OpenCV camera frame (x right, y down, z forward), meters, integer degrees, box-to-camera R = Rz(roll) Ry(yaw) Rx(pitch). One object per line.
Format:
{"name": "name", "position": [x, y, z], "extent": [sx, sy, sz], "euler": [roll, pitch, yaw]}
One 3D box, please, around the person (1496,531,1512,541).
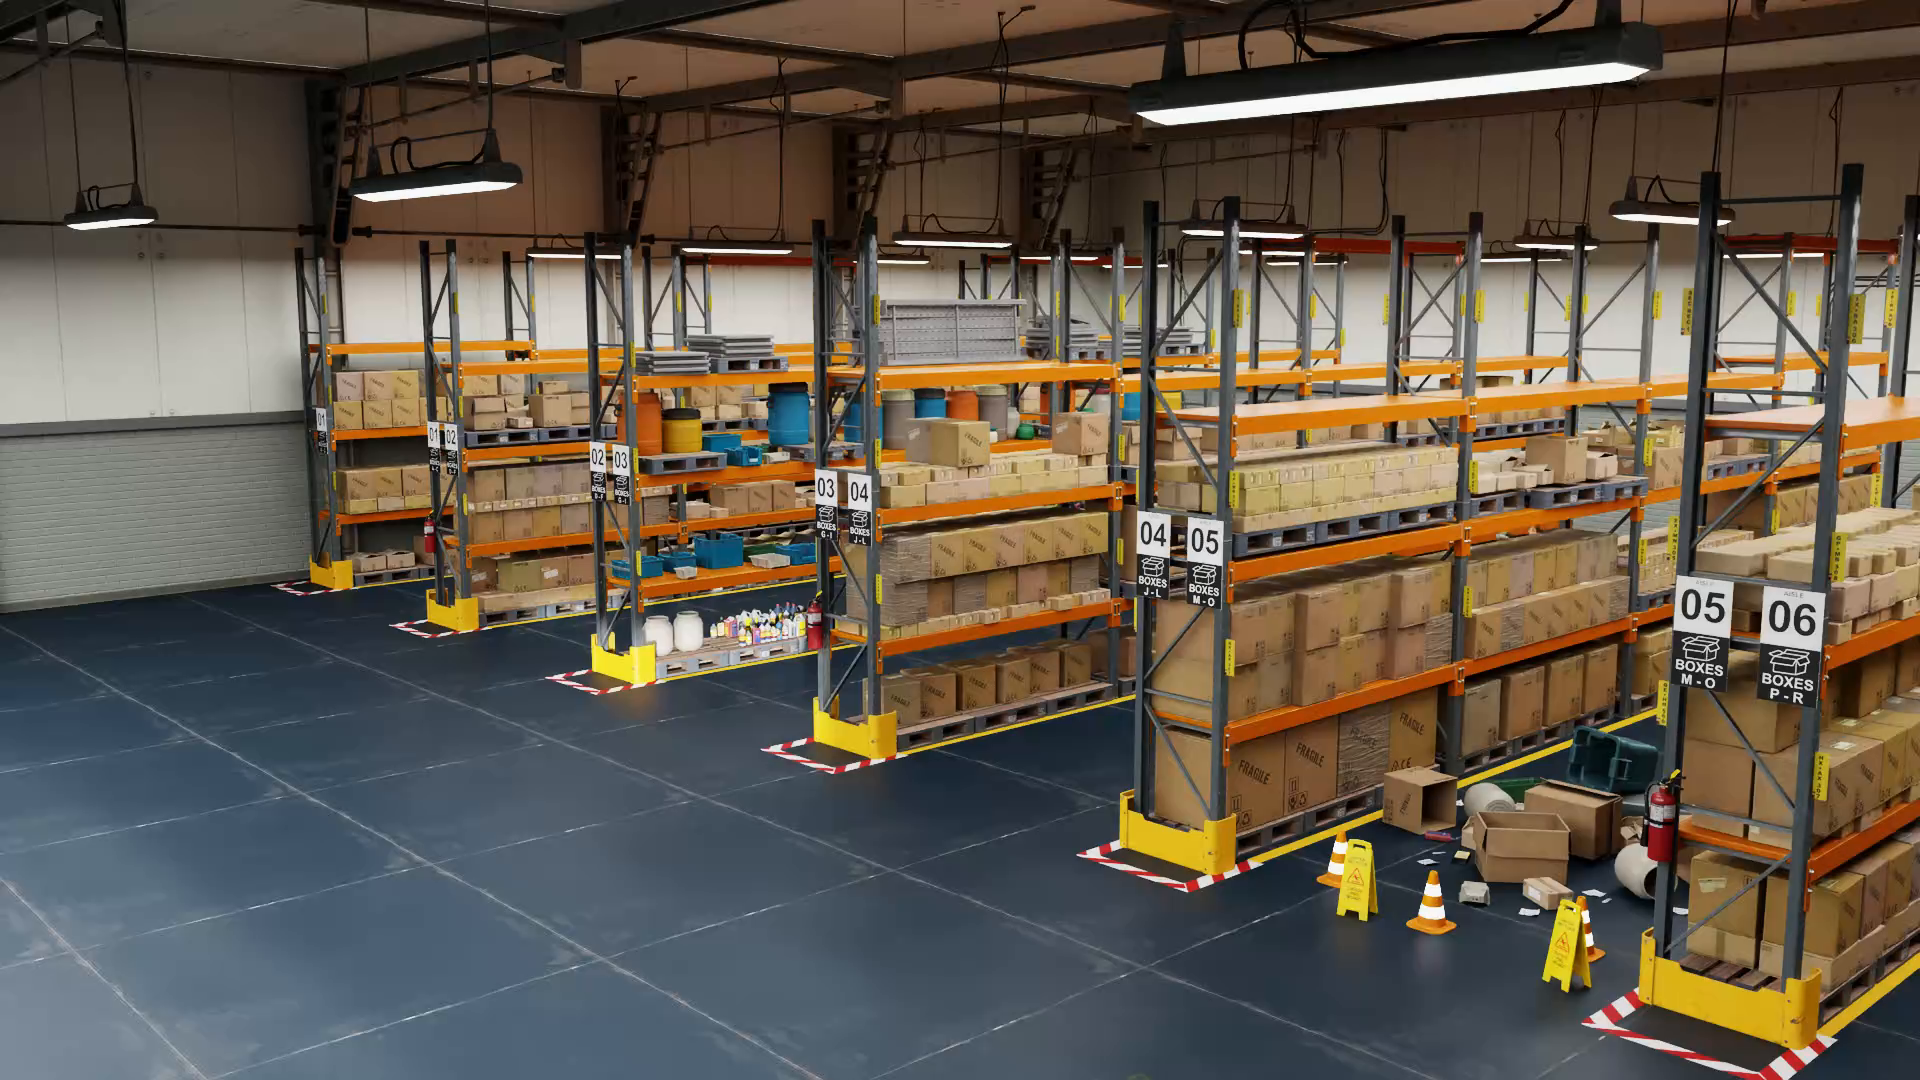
{"name": "person", "position": [8.098, 0.660, 25.081], "extent": [0.551, 1.663, 0.634], "euler": [7, 11, 39]}

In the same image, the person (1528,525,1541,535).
{"name": "person", "position": [5.989, 0.267, 27.967], "extent": [2.622, 1.624, 7.345], "euler": [-7, 11, -40]}
